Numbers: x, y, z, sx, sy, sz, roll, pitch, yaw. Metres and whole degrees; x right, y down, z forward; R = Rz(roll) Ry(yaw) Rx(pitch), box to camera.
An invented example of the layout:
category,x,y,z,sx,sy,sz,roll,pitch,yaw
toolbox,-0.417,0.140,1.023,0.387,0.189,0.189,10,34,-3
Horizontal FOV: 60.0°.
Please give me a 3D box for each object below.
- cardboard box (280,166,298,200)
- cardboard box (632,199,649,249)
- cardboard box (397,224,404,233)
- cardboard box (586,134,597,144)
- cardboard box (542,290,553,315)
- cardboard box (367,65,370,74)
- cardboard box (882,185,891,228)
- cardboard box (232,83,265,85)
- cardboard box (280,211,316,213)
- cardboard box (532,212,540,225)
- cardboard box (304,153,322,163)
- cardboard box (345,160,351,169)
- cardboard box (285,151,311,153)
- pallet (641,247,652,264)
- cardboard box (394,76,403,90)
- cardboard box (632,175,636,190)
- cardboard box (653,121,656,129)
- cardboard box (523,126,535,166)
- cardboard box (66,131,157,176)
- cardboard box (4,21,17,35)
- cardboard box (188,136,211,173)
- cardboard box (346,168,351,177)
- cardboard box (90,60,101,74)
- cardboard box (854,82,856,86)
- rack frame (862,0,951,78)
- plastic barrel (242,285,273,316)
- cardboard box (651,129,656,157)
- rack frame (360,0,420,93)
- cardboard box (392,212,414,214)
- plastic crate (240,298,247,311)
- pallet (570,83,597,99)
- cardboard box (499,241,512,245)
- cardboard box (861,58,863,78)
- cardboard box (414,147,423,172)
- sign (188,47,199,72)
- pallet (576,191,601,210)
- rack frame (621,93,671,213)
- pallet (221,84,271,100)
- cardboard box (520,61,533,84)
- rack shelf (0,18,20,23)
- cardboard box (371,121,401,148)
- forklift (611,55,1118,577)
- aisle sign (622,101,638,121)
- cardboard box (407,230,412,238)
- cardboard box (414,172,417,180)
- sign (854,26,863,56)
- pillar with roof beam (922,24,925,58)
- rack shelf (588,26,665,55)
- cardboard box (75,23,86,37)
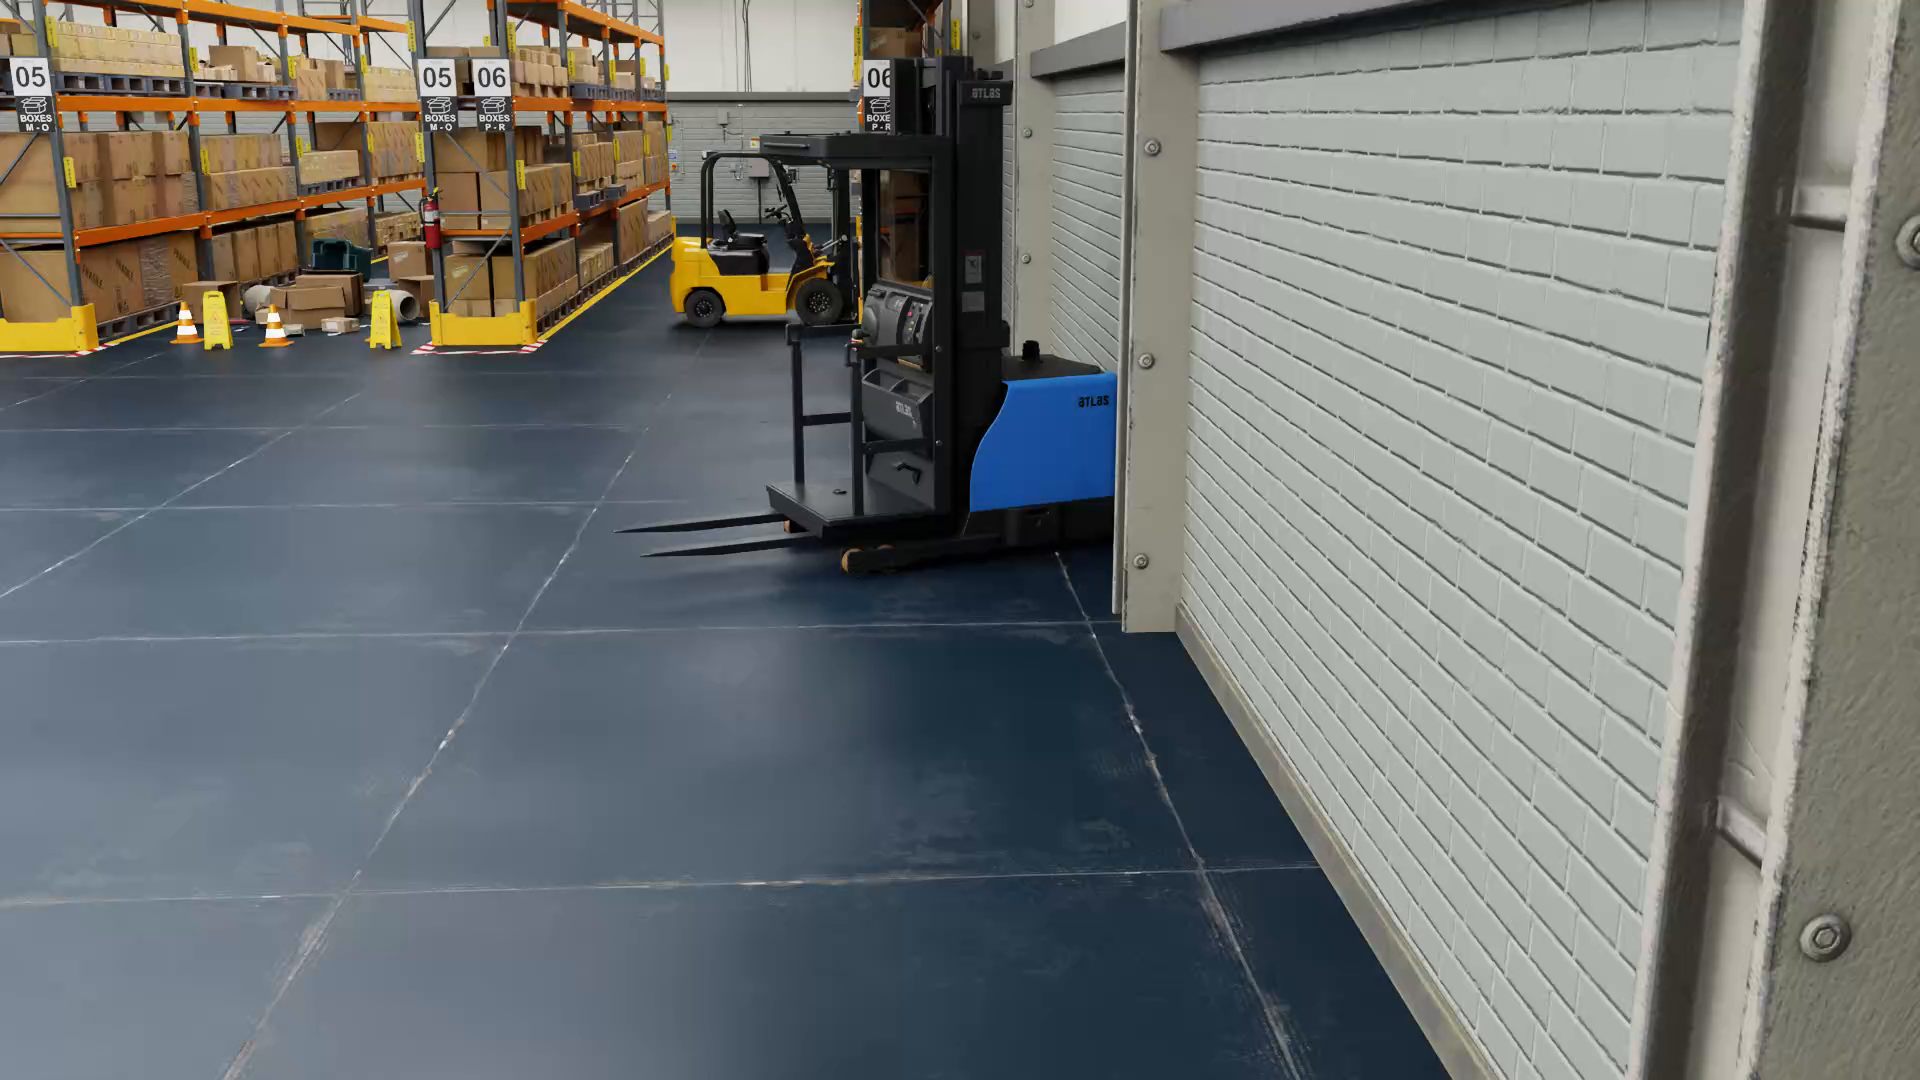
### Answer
category,x,y,z,sx,sy,sz,roll,pitch,yaw
cardboard box,-10.695,-5.571,25.960,0.500,0.500,0.500,-1,14,-3
cardboard box,-6.187,-5.749,30.271,0.875,0.875,0.875,0,14,-2
cardboard box,-11.048,-6.071,32.382,0.380,0.149,0.250,-1,14,-3
cardboard box,-5.674,-6.040,25.039,0.380,0.149,0.250,-2,15,-6
cardboard box,-5.360,-2.947,20.634,0.500,0.250,0.500,0,14,-1
cardboard box,-10.999,-8.585,30.352,0.380,0.149,0.250,-2,15,-6
cardboard box,-0.900,-3.987,19.803,0.500,0.500,0.500,-1,14,-5
cardboard box,-11.280,-7.270,26.542,0.500,0.500,0.500,-1,14,-3
cardboard box,-11.394,-5.535,28.686,0.500,0.250,0.500,0,14,-1
cardboard box,-5.311,-3.903,20.178,0.380,0.149,0.250,-1,14,-3
cardboard box,-10.891,-6.380,27.769,0.380,0.149,0.250,0,14,-1
cardboard box,-10.988,-6.628,29.333,0.380,0.149,0.250,0,14,-1
cardboard box,-11.637,-6.757,29.238,0.380,0.149,0.250,-1,14,-3
pallet,-6.182,-5.186,30.259,1.003,0.211,1.213,-1,14,-3
cardboard box,-11.143,-8.877,32.288,0.500,0.250,0.500,-1,14,-3
cardboard box,-5.983,-6.295,29.272,0.500,0.250,0.500,-1,14,-5
cardboard box,-6.197,-8.166,32.736,0.380,0.149,0.250,-1,14,-2
cardboard box,-5.989,-5.174,21.813,0.700,0.500,0.500,-1,14,-3
cardboard box,-10.709,-4.868,20.959,0.875,0.550,0.550,-1,14,-3
cardboard box,-10.869,-5.751,18.699,0.380,0.149,0.250,-1,14,-3
cardboard box,-10.780,-5.292,22.868,0.700,0.500,0.500,-1,14,-4
cardboard box,-10.987,-6.485,29.373,0.380,0.149,0.250,-1,14,-4
cardboard box,-10.245,-5.503,19.336,0.380,0.149,0.250,-1,14,-3
cardboard box,-1.657,-7.990,29.001,0.380,0.149,0.250,-1,14,-2
rack frame,-0.608,-6.726,18.608,1.000,3.000,0.127,-1,14,-3
plastic barrel,-9.142,-3.130,21.842,0.512,0.421,0.421,10,18,35
cardboard box,-6.138,-7.635,31.975,0.500,0.500,0.500,-1,14,-2
rack frame,-11.487,-10.526,33.377,1.000,3.000,0.127,-1,14,-3
cardboard box,-11.243,-6.540,33.610,0.380,0.149,0.250,-1,14,-2
plastic crate,-9.425,-3.279,22.779,0.450,0.188,0.662,-4,11,28
pallet,-5.741,-6.255,23.173,1.213,0.211,1.003,-1,14,-3
cardboard box,-6.041,-3.909,21.568,0.380,0.149,0.250,0,14,0
cardboard box,-1.047,-6.266,21.975,0.500,0.311,0.500,-1,14,-2
cardboard box,-11.202,-7.705,33.656,0.500,0.500,0.500,-1,14,-2
sign,-10.190,-6.386,22.112,0.100,0.325,0.005,-1,14,-3
pallet,-5.711,-4.837,23.691,1.003,0.211,1.213,-1,14,-3
rack frame,-6.553,-7.722,34.519,1.000,3.000,0.127,-1,14,-3
pallet,-10.826,-6.555,24.342,1.003,0.211,1.213,0,14,-1
cardboard box,-5.348,-5.522,19.651,0.500,0.250,0.500,-1,14,-4
rack shelf,-16.072,-8.440,27.517,1.077,0.370,4.000,-1,14,-3
cardboard box,-11.102,-7.801,32.020,0.500,0.500,0.500,-1,14,-5
forklift,-0.563,-1.353,9.902,3.031,2.935,1.130,-7,16,-25
aisle sign,-6.847,-8.994,34.247,0.394,0.787,0.004,-1,14,-3
cardboard box,-11.092,-6.062,32.947,0.380,0.149,0.250,-2,15,-6
cardboard box,-11.207,-7.360,33.615,0.380,0.149,0.250,-1,14,-4
sign,-1.150,-5.659,18.862,0.100,0.325,0.005,-1,14,-3
pillar with roof beam,-5.163,-11.323,36.475,9.100,9.000,0.400,-1,14,-3
rack shelf,-6.429,-9.588,31.978,1.077,0.370,4.000,-1,14,-3
cardboard box,-10.229,-5.824,18.984,0.380,0.149,0.250,-1,14,-4
